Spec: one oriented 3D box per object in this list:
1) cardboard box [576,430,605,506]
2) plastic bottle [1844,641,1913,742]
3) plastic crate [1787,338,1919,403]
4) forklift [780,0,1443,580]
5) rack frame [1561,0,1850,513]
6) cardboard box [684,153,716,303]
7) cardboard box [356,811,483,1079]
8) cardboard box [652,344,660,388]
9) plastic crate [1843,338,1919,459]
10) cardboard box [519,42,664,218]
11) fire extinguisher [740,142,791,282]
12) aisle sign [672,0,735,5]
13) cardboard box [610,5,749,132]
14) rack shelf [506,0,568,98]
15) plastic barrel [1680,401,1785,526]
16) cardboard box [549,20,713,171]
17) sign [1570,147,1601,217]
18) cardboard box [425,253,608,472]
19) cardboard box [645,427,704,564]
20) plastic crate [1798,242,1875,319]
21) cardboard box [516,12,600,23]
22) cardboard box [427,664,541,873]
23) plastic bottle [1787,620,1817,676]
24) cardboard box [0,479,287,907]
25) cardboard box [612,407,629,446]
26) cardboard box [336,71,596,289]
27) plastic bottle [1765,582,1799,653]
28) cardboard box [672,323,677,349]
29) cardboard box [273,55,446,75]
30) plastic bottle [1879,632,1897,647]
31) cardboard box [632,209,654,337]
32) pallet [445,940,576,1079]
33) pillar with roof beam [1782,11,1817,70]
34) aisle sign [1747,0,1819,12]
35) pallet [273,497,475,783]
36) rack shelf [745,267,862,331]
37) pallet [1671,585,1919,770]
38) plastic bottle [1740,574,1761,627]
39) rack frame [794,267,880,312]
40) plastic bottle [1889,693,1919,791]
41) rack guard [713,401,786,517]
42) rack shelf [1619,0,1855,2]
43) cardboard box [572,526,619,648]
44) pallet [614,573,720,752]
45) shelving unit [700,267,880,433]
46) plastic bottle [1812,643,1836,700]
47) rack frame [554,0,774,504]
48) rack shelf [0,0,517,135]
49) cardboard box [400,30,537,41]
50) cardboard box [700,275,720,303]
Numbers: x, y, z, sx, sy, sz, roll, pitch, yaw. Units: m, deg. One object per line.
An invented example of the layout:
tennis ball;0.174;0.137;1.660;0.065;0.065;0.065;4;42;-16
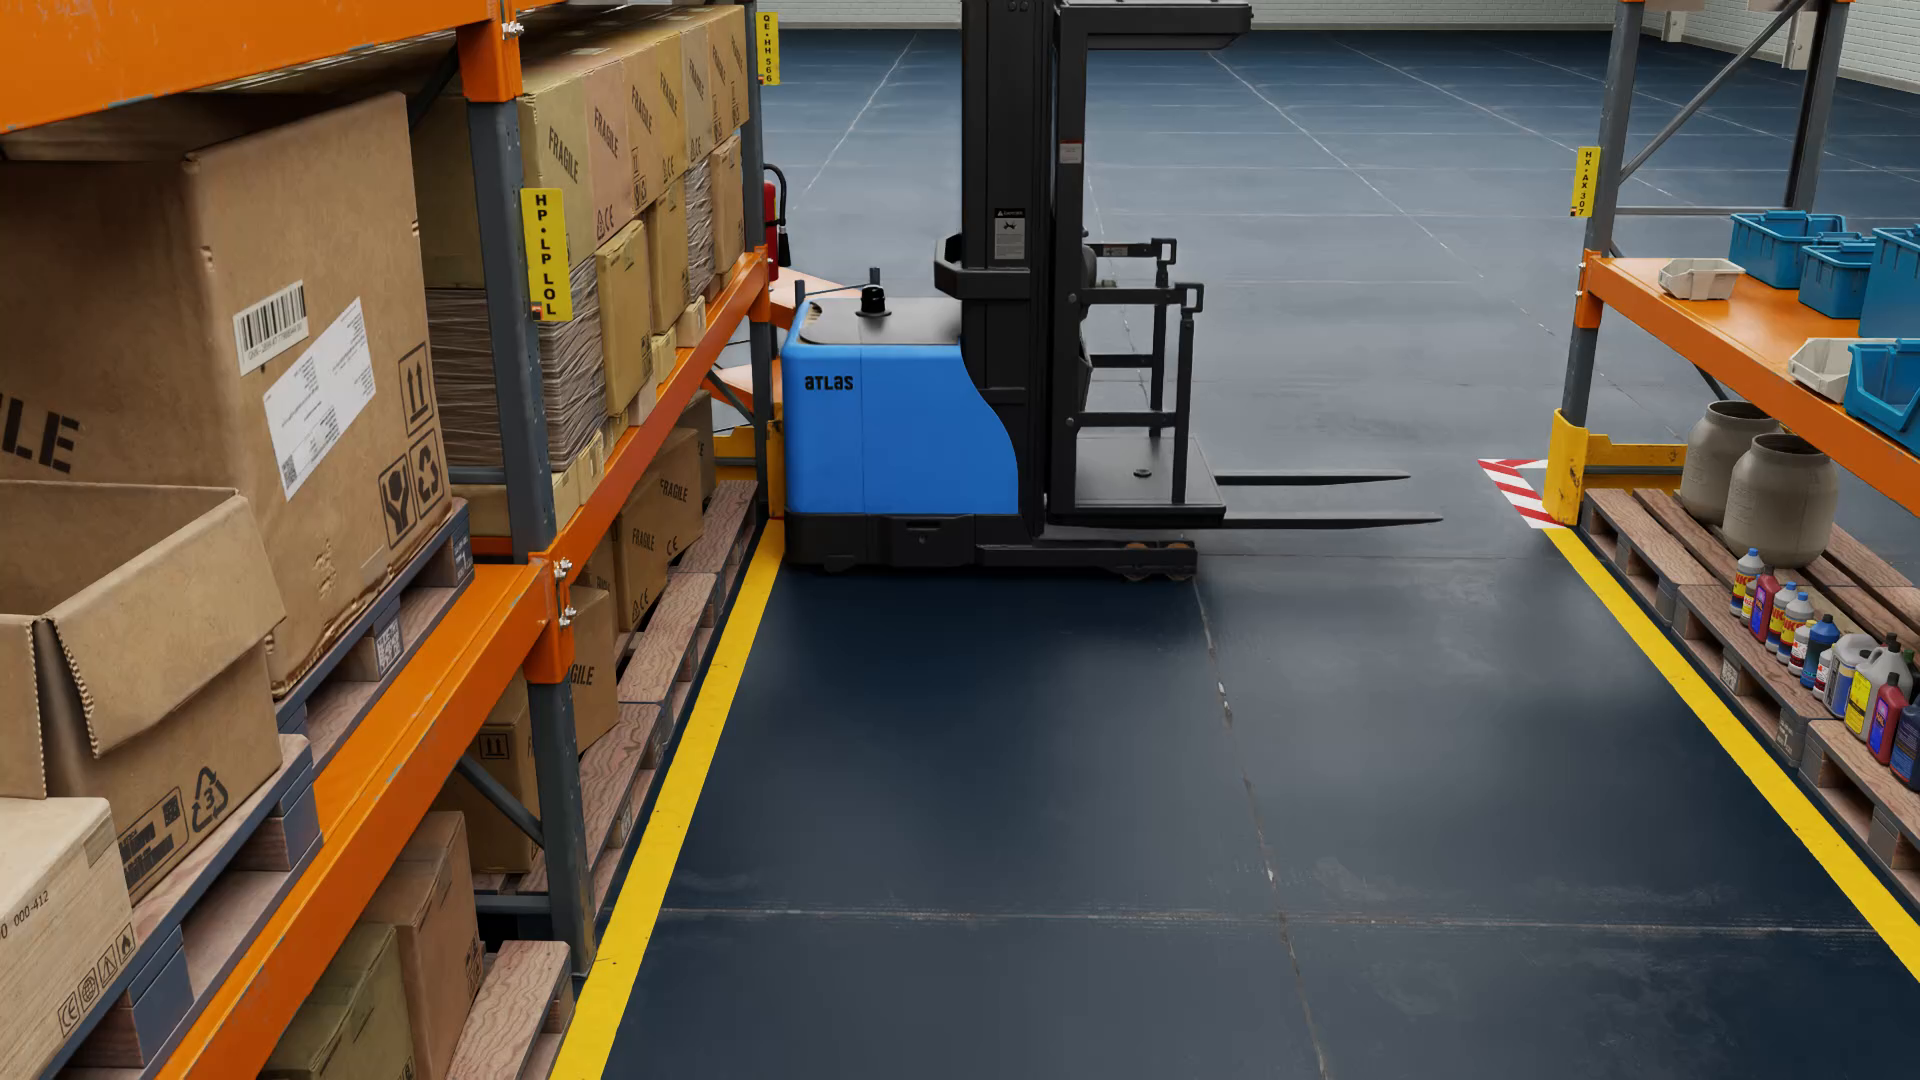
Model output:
cardboard box;-1.240;-0.210;4.771;0.380;0.149;0.250;1;21;2
plastic bottle;3.130;0.500;5.648;0.144;0.351;0.185;1;21;1
plastic crate;3.179;-0.575;5.729;0.530;0.136;0.437;1;21;2
forklift;0.716;-1.377;7.527;3.031;2.935;1.130;0;21;0
rack frame;3.504;-1.554;7.888;1.000;3.000;0.127;1;21;2
cardboard box;-1.444;-1.233;6.511;0.875;0.500;0.500;1;21;2
cardboard box;-1.608;1.020;4.102;0.700;0.500;0.500;-1;21;-3
cardboard box;-1.247;-0.572;5.704;0.380;0.149;0.250;1;21;2
plastic crate;3.145;-0.442;5.226;0.499;0.251;0.616;1;21;2
cardboard box;-1.271;-1.335;5.392;0.500;0.500;0.500;1;21;2
fire extinguisher;-0.982;-1.609;8.136;0.296;0.674;0.183;1;21;2
aisle sign;-1.144;-2.840;7.607;0.394;0.787;0.004;1;21;2
cardboard box;-1.216;-2.059;7.256;0.500;0.500;0.500;1;21;2
rack shelf;-1.507;-1.949;5.752;1.077;0.370;4.000;1;21;2
plastic barrel;3.561;-0.351;7.647;0.421;0.512;0.421;0;21;0
cardboard box;-1.243;-1.697;6.324;0.500;0.500;0.500;1;21;2
sign;2.955;-1.691;7.857;0.100;0.325;0.005;1;21;2
cardboard box;-1.492;-0.510;4.647;0.875;0.500;0.500;1;21;2
cardboard box;-1.466;-0.197;7.265;0.500;0.500;0.500;6;22;16
plastic crate;3.763;-1.066;6.835;0.499;0.251;0.408;1;21;2
cardboard box;-1.758;-1.884;6.805;0.500;0.500;0.500;1;21;2
cardboard box;-1.516;0.663;5.049;0.500;0.500;0.500;0;21;0
plastic bottle;3.121;0.393;6.129;0.097;0.201;0.097;0;21;0
cardboard box;-1.528;0.221;2.588;0.797;0.503;0.637;3;21;7
cardboard box;-1.262;-0.391;5.238;0.380;0.149;0.250;1;21;2
cardboard box;-1.300;-0.974;4.460;0.500;0.500;0.500;1;21;2
plastic bottle;3.127;0.289;6.302;0.097;0.271;0.097;0;21;0
cardboard box;-1.266;-0.753;6.171;0.380;0.149;0.250;1;21;2
cardboard box;-1.815;-1.160;4.941;0.500;0.500;0.500;1;21;2
plastic bottle;3.245;0.473;5.809;0.061;0.283;0.133;1;21;2
cardboard box;-1.527;-0.872;5.580;0.875;0.500;0.500;1;21;2
pallet;-1.590;1.419;4.080;1.003;0.211;1.213;1;21;2
pillar with roof beam;10.677;-12.704;28.331;9.100;9.000;0.400;1;21;2
aisle sign;3.804;-2.789;7.476;0.394;0.787;0.004;1;21;2
pallet;-1.737;0.202;3.628;1.003;0.211;1.213;1;21;2
rack shelf;-0.930;-1.232;8.840;0.538;0.278;1.000;-16;26;-35
pallet;3.479;0.507;6.429;1.003;0.211;1.213;1;21;2
plastic bottle;3.135;0.235;6.537;0.097;0.201;0.097;0;21;0
rack frame;-0.615;-0.815;8.574;0.500;1.125;0.032;-16;26;-35
plastic bottle;3.120;0.616;5.347;0.144;0.351;0.185;0;21;-1
rack guard;-1.448;-0.416;8.410;1.175;0.500;0.348;1;21;2
rack shelf;3.444;-1.894;5.612;1.077;0.370;4.000;1;21;2
cardboard box;-1.566;0.230;6.163;0.500;0.500;0.500;-1;21;-3
pallet;-1.548;0.452;6.572;1.003;0.211;1.213;1;21;2
shelving unit;-0.930;-0.959;8.946;0.538;1.125;1.048;-16;26;-35
plastic bottle;3.115;0.468;5.937;0.097;0.201;0.097;0;21;0
rack frame;-1.446;-1.609;8.028;1.000;3.000;0.127;1;21;2
rack shelf;-1.629;-0.502;2.025;1.077;0.370;4.000;1;21;2
cardboard box;-1.780;-1.522;5.873;0.500;0.500;0.500;1;21;2
cardboard box;-1.236;-1.115;7.102;0.380;0.149;0.250;1;21;2
